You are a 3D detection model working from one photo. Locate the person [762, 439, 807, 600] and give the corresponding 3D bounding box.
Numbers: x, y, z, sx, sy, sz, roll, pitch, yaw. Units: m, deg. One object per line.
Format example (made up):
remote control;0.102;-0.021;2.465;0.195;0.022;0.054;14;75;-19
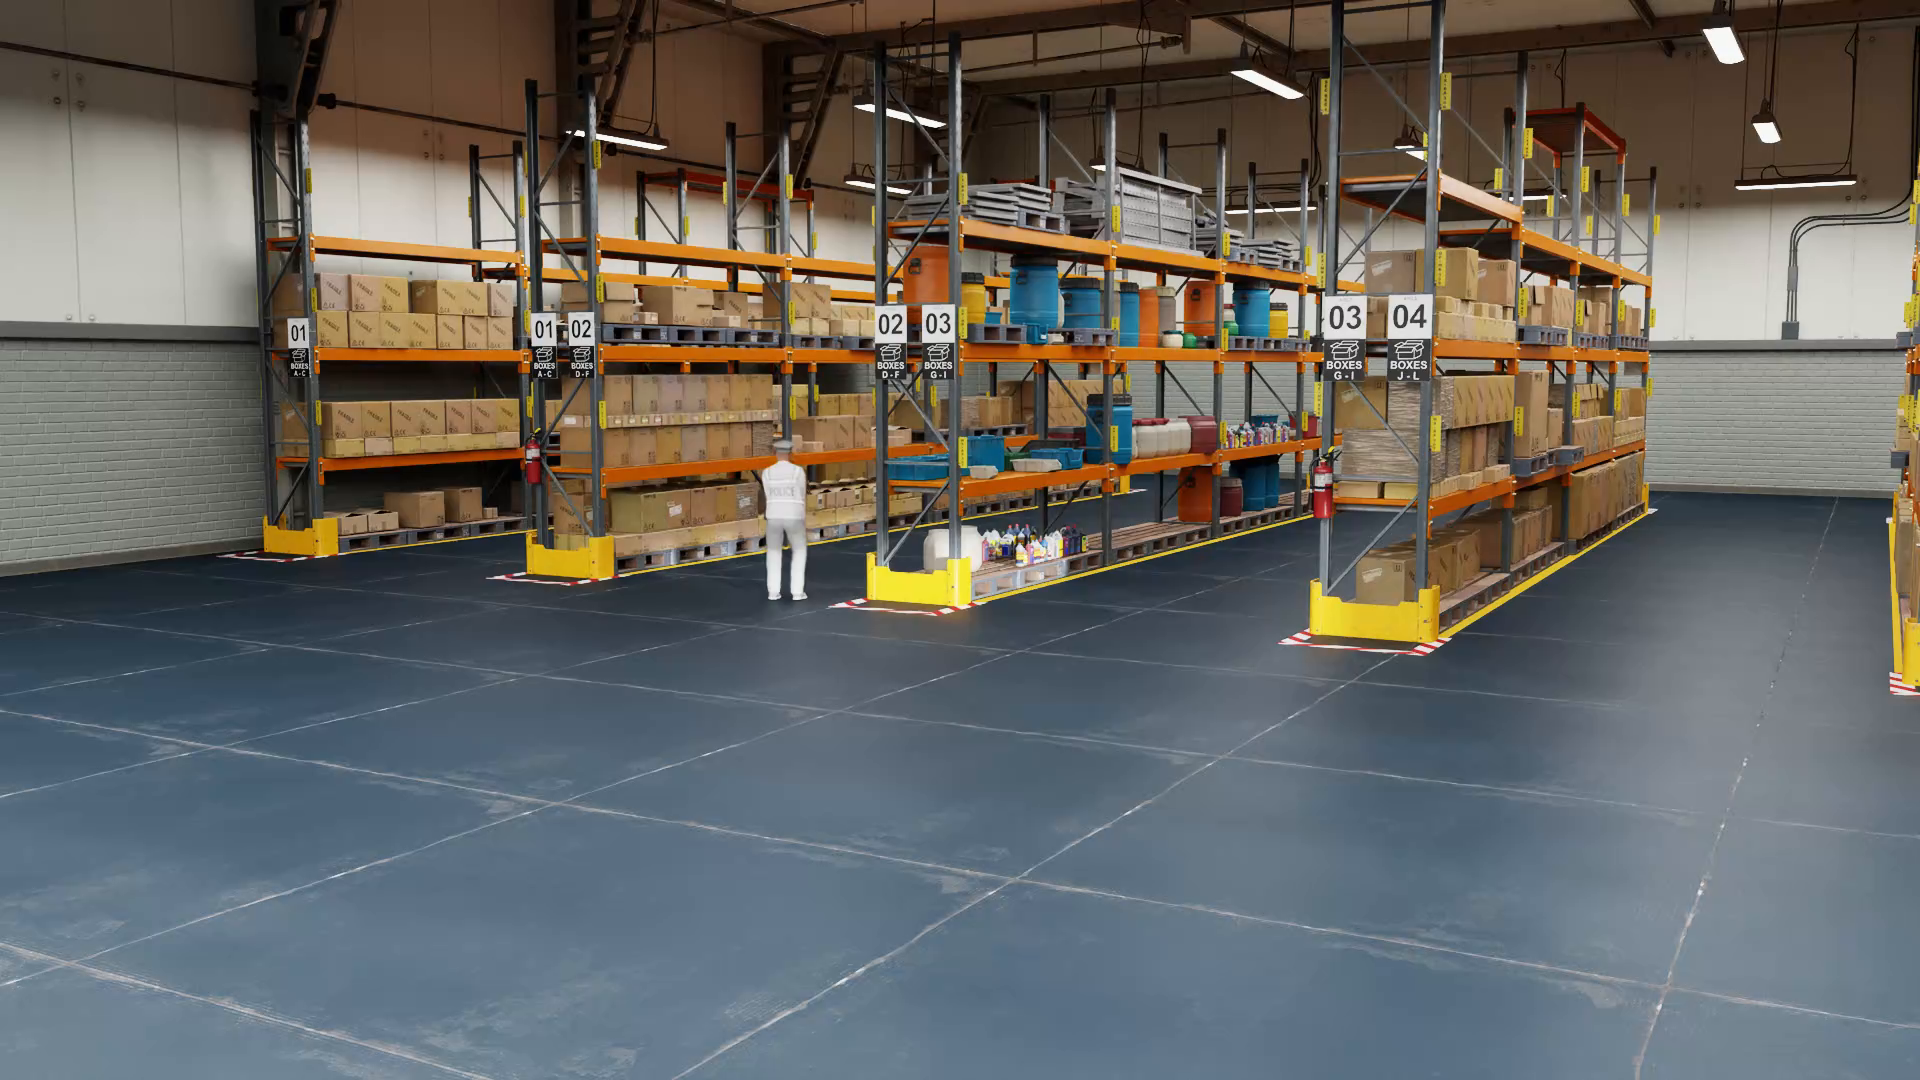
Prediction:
person;-1.921;-0.220;18.267;0.489;1.753;0.560;1;6;5
